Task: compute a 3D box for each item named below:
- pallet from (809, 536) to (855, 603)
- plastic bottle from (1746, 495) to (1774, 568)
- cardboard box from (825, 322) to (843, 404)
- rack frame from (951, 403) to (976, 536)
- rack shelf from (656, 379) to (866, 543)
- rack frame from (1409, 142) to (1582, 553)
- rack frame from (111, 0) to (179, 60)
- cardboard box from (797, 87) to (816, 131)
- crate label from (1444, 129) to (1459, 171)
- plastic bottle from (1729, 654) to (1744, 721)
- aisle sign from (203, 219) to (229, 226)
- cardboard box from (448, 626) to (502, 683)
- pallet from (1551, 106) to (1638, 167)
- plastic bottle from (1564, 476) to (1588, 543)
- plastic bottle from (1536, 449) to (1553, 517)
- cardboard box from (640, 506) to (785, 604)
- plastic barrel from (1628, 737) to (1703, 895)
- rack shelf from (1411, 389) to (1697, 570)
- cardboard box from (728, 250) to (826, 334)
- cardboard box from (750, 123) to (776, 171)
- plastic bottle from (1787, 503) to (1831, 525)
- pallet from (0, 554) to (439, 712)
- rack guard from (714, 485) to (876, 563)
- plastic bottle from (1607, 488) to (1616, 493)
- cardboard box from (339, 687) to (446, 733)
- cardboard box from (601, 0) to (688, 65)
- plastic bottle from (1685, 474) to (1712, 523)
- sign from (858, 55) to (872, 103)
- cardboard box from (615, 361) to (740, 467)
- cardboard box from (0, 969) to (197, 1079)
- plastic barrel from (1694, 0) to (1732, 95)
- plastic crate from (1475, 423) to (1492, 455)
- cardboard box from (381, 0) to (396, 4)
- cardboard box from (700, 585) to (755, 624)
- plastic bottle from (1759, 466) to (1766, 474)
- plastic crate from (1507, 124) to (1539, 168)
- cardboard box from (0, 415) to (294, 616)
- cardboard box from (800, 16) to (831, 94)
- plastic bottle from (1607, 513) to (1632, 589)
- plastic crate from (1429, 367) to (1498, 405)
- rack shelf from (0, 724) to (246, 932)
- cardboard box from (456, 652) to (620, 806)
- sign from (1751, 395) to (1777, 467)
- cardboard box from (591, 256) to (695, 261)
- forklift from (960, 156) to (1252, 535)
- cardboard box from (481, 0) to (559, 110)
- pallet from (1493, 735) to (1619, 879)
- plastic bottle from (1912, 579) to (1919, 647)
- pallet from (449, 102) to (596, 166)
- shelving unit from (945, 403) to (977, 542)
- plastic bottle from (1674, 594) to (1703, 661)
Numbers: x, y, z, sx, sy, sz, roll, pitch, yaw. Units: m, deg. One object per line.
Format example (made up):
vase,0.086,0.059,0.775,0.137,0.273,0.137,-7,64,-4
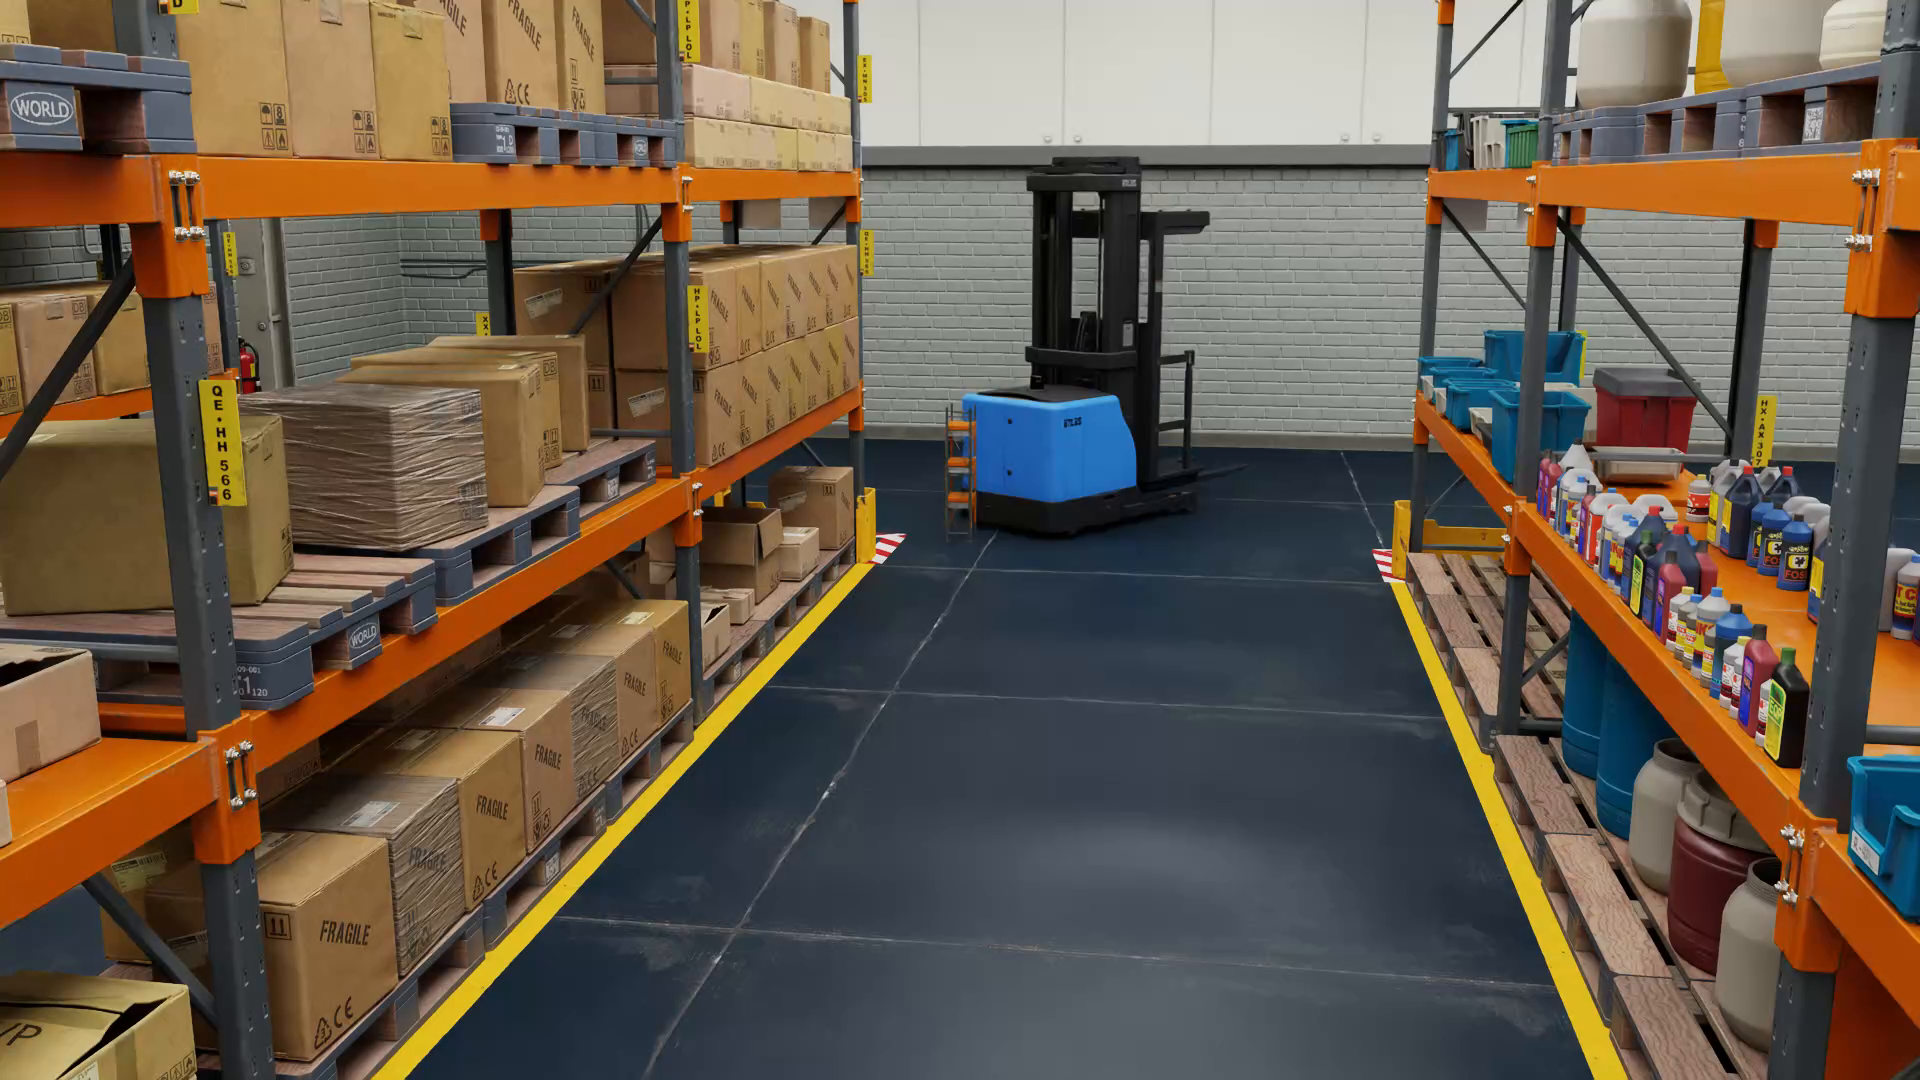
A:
pallet,-1.348,0.180,11.656,1.003,0.211,1.213,2,12,9
plastic bottle,3.063,-0.035,6.339,0.097,0.271,0.097,0,12,0
cardboard box,-1.091,-1.203,11.220,0.500,0.500,0.500,2,12,9
rack frame,0.027,-0.550,13.052,0.200,1.050,0.008,2,12,9
rack shelf,-1.522,-0.597,10.350,1.077,0.370,4.000,2,12,9
rack frame,3.679,-1.203,11.458,1.000,3.000,0.127,2,12,9
rack frame,-2.445,-2.632,3.847,1.000,3.000,0.127,2,12,9
cardboard box,-1.199,-2.679,10.353,0.500,0.250,0.500,2,12,9
crate label,3.218,-2.416,10.315,0.408,0.251,0.502,2,12,9
plastic bottle,2.161,0.389,4.538,0.097,0.201,0.097,0,12,0
aisle sign,-5.802,-2.801,12.698,0.394,0.787,0.004,2,12,9
cardboard box,-2.299,0.409,7.084,0.500,0.250,0.500,2,12,9
pallet,3.040,-1.578,6.526,1.213,0.211,1.003,2,12,9
plastic bottle,2.515,-0.124,6.756,0.097,0.271,0.097,0,12,0
plastic bottle,2.586,-0.251,7.316,0.061,0.283,0.133,2,12,9
cardboard box,-1.546,0.082,10.374,0.797,0.503,0.637,2,12,9
plastic barrel,2.680,1.015,6.073,0.421,0.512,0.421,0,12,0
rack shelf,3.372,-0.435,9.602,1.077,0.370,4.000,2,12,9
cardboard box,-1.163,-1.588,10.629,0.500,0.500,0.500,2,12,10
cardboard box,-1.351,-2.226,9.440,0.500,0.250,0.500,2,12,9
plastic bottle,3.169,-0.009,6.208,0.152,0.276,0.135,2,12,9
pallet,-2.410,0.251,5.164,1.213,0.211,1.003,2,12,9
rack guard,-1.226,-0.127,12.396,1.175,0.500,0.348,2,12,9
plastic bottle,2.686,-0.113,6.871,0.097,0.201,0.097,0,12,0
cardboard box,-2.378,0.888,6.642,0.500,0.500,0.500,1,12,7
cardboard box,-1.793,-2.639,8.386,0.700,0.500,0.500,2,12,9
plastic bottle,3.197,-0.181,7.186,0.097,0.201,0.097,0,12,0
sign,-0.669,-3.242,11.694,0.100,0.325,0.005,2,12,9
cardboard box,-1.482,-0.678,8.783,0.500,0.500,0.500,2,12,10
cardboard box,-2.282,1.282,4.122,0.500,0.311,0.500,2,12,10
plastic barrel,3.124,-1.938,6.302,0.600,0.588,0.600,0,12,0
plastic crate,2.971,-0.507,8.738,0.437,0.125,0.590,2,12,9
cardboard box,-2.215,-2.006,5.452,0.500,0.500,0.500,2,12,9
cardboard box,-1.428,0.377,9.804,0.380,0.166,0.250,2,12,9
plastic bottle,3.333,-0.172,6.947,0.061,0.283,0.133,2,12,9
plastic crate,2.831,-1.832,7.755,0.450,0.188,0.662,2,12,9
cardboard box,-2.459,-0.088,5.049,0.700,0.500,0.500,-2,12,-10
cardboard box,-1.277,-3.261,11.275,0.700,0.500,0.500,2,12,9
plastic bottle,2.394,0.040,5.991,0.097,0.271,0.097,0,12,0
plastic crate,3.215,-0.973,10.644,0.416,0.233,0.300,2,12,9
rack shelf,-2.752,1.069,2.623,1.077,0.370,4.000,2,12,9
cardboard box,-1.784,0.794,7.079,0.500,0.500,0.500,2,12,9
sign,3.608,-0.488,7.480,0.100,0.325,0.005,2,12,9
cardboard box,-1.854,-1.395,9.736,0.500,0.500,0.500,2,12,9
forklift,1.376,-1.716,13.998,1.130,2.935,3.031,11,16,42
cardboard box,-2.060,-2.059,6.837,0.600,0.600,0.600,2,12,8
pallet,2.904,1.152,7.149,1.003,0.211,1.213,2,12,9
plastic bottle,3.058,0.200,5.221,0.061,0.283,0.133,2,12,9
pallet,-2.156,-1.557,6.424,1.213,0.211,1.003,2,12,9
shelving unit,0.008,-0.524,12.934,0.215,1.050,0.252,2,12,9
plastic bottle,2.251,0.268,5.102,0.097,0.201,0.097,0,12,0
